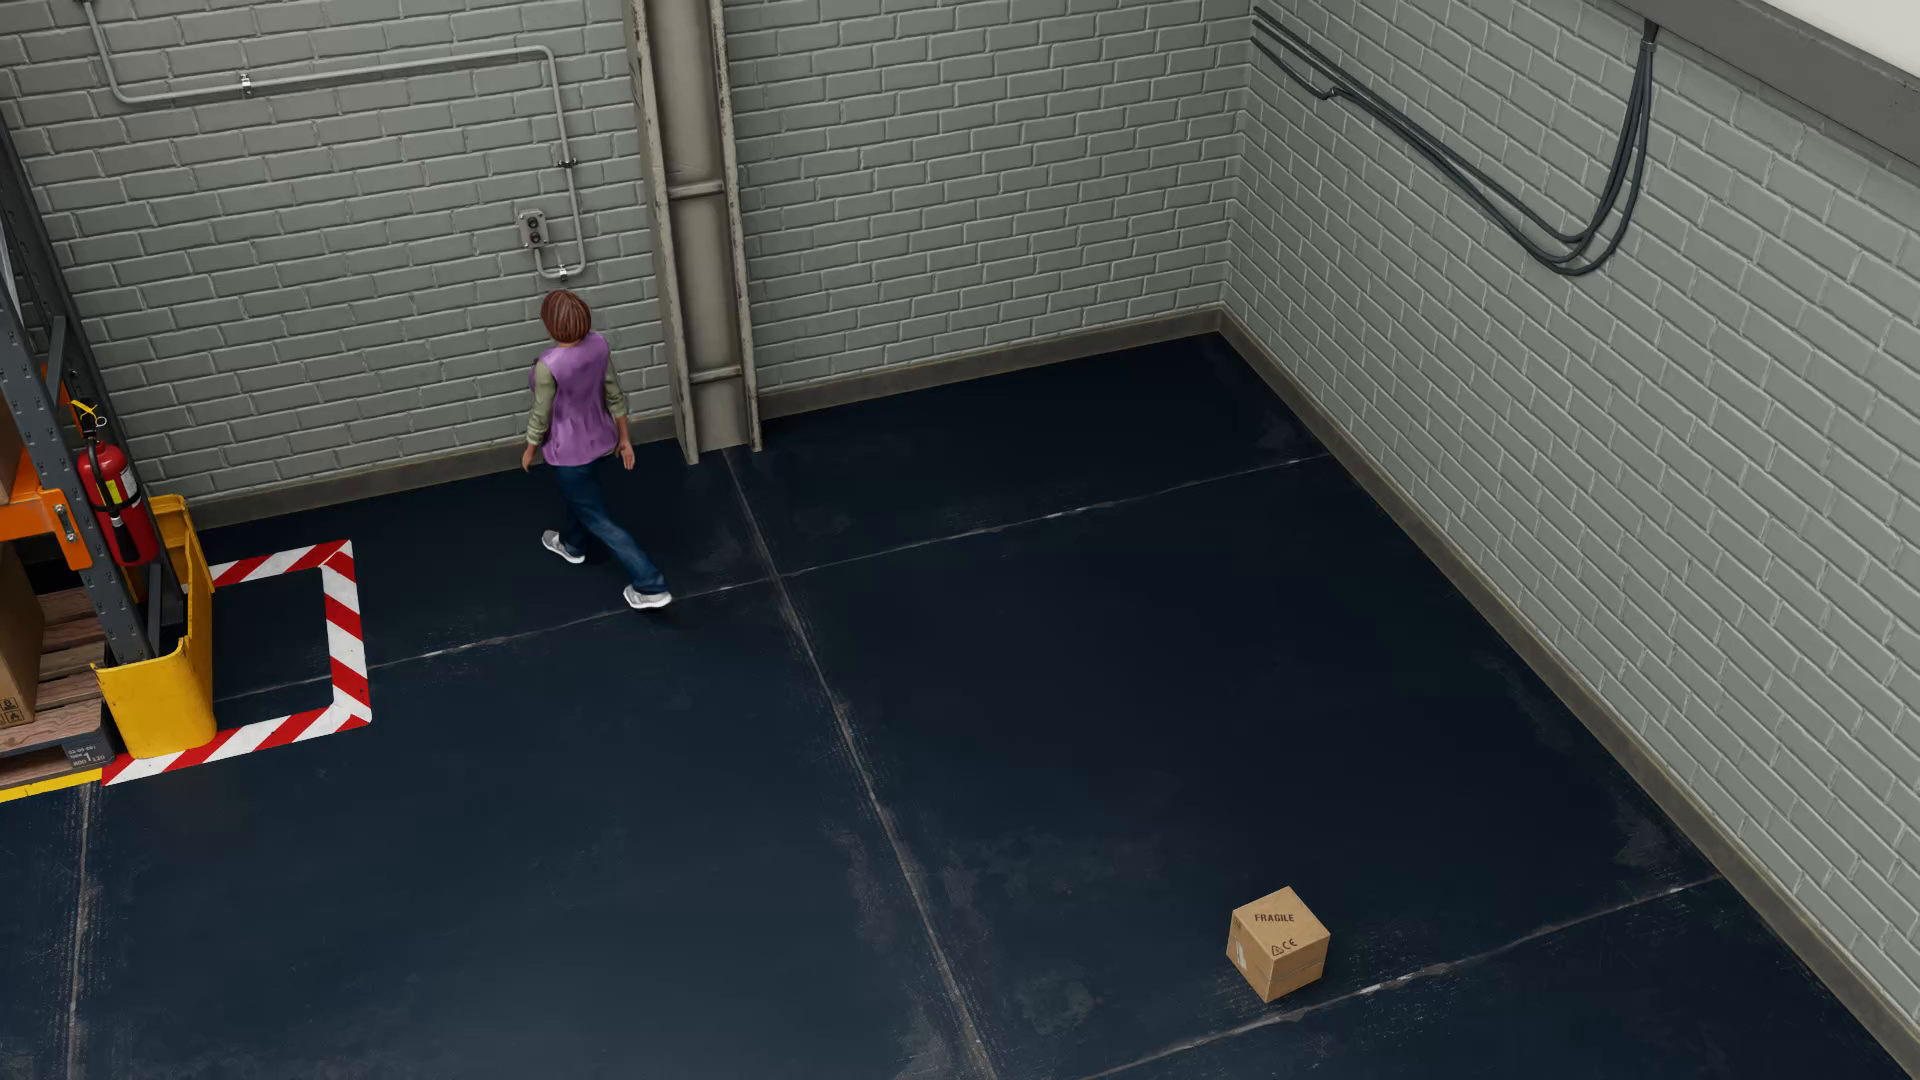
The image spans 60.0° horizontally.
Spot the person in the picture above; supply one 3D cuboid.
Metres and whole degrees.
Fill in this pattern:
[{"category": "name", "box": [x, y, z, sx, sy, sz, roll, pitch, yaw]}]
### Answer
[{"category": "person", "box": [-1.665, -0.406, 7.298, 0.922, 1.546, 0.419, 23, 44, 26]}]
